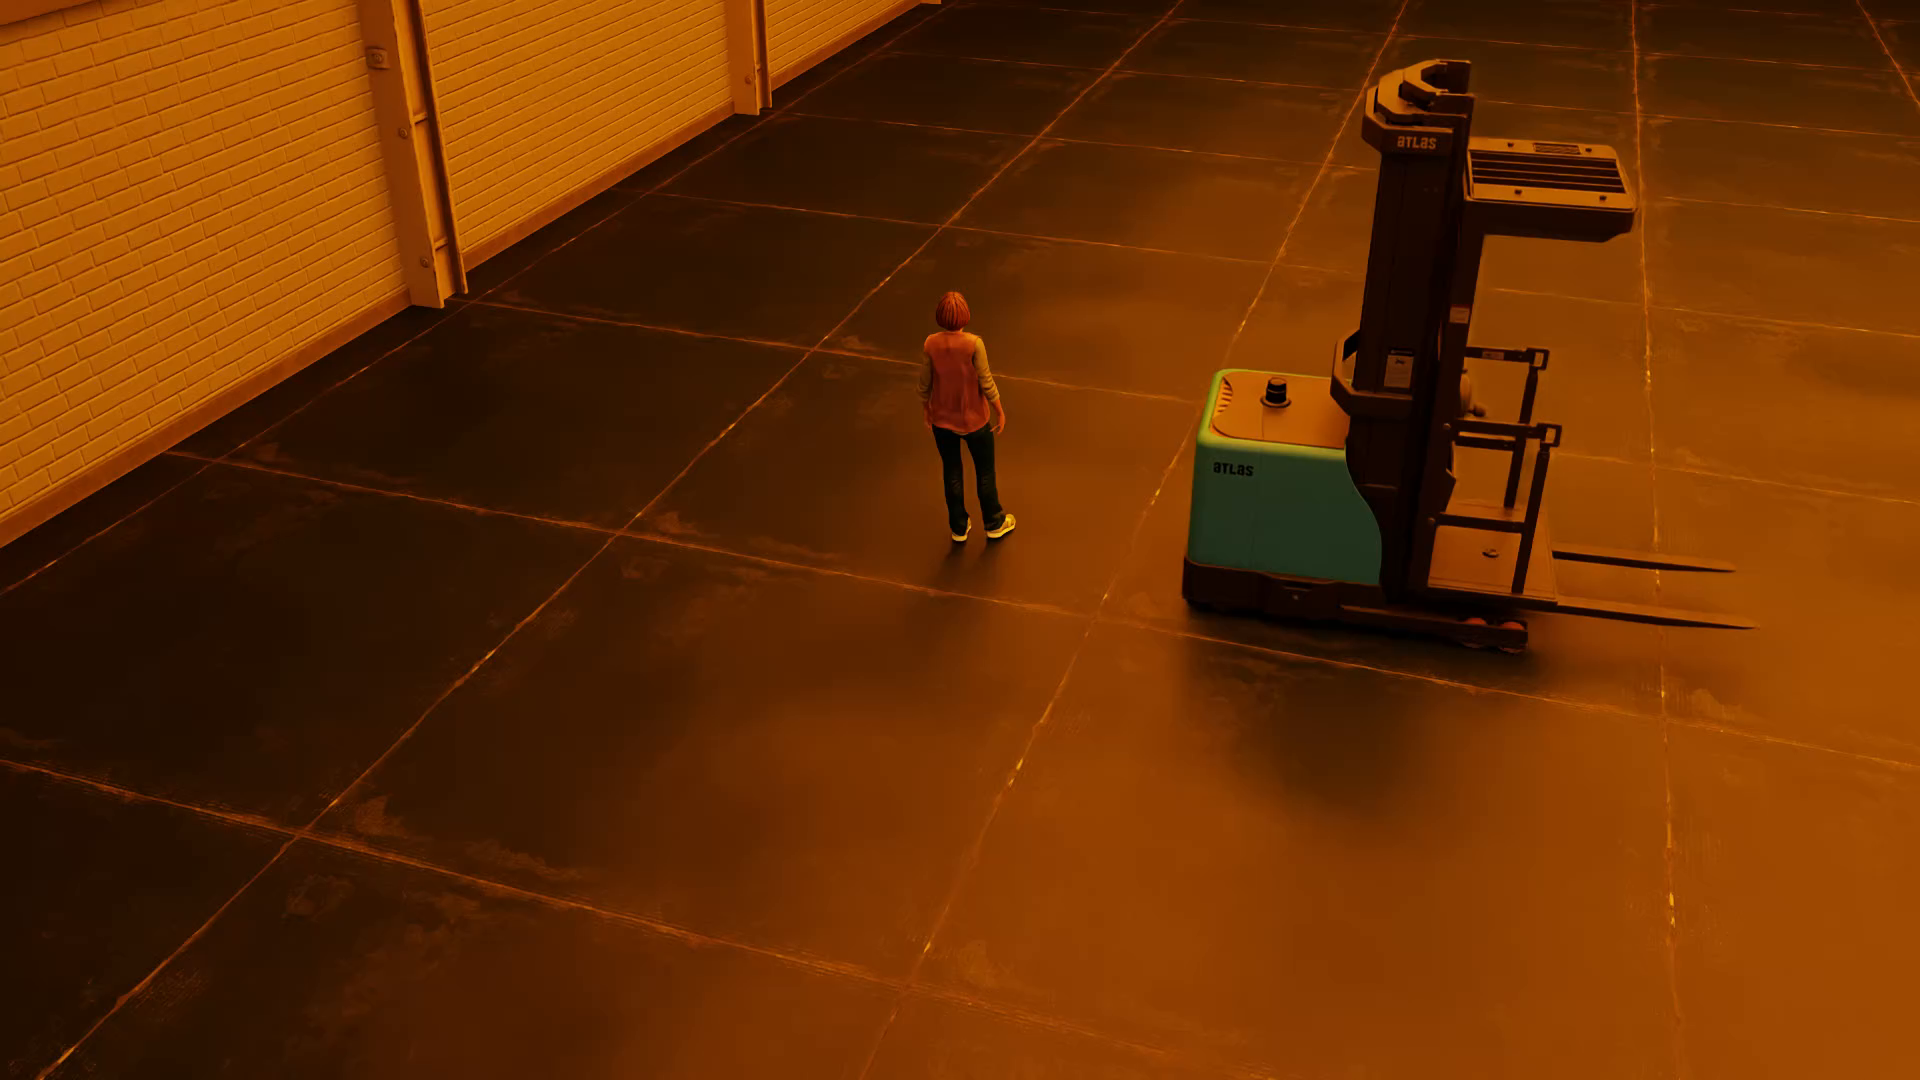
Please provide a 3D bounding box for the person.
[{"bbox_3d":[0.037,-0.732,9.753,0.520,1.597,0.476,10,31,16],"label":"person"}]

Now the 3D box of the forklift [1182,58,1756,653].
[{"bbox_3d":[2.833,-0.951,8.805,3.031,2.935,1.130,7,30,12],"label":"forklift"}]
